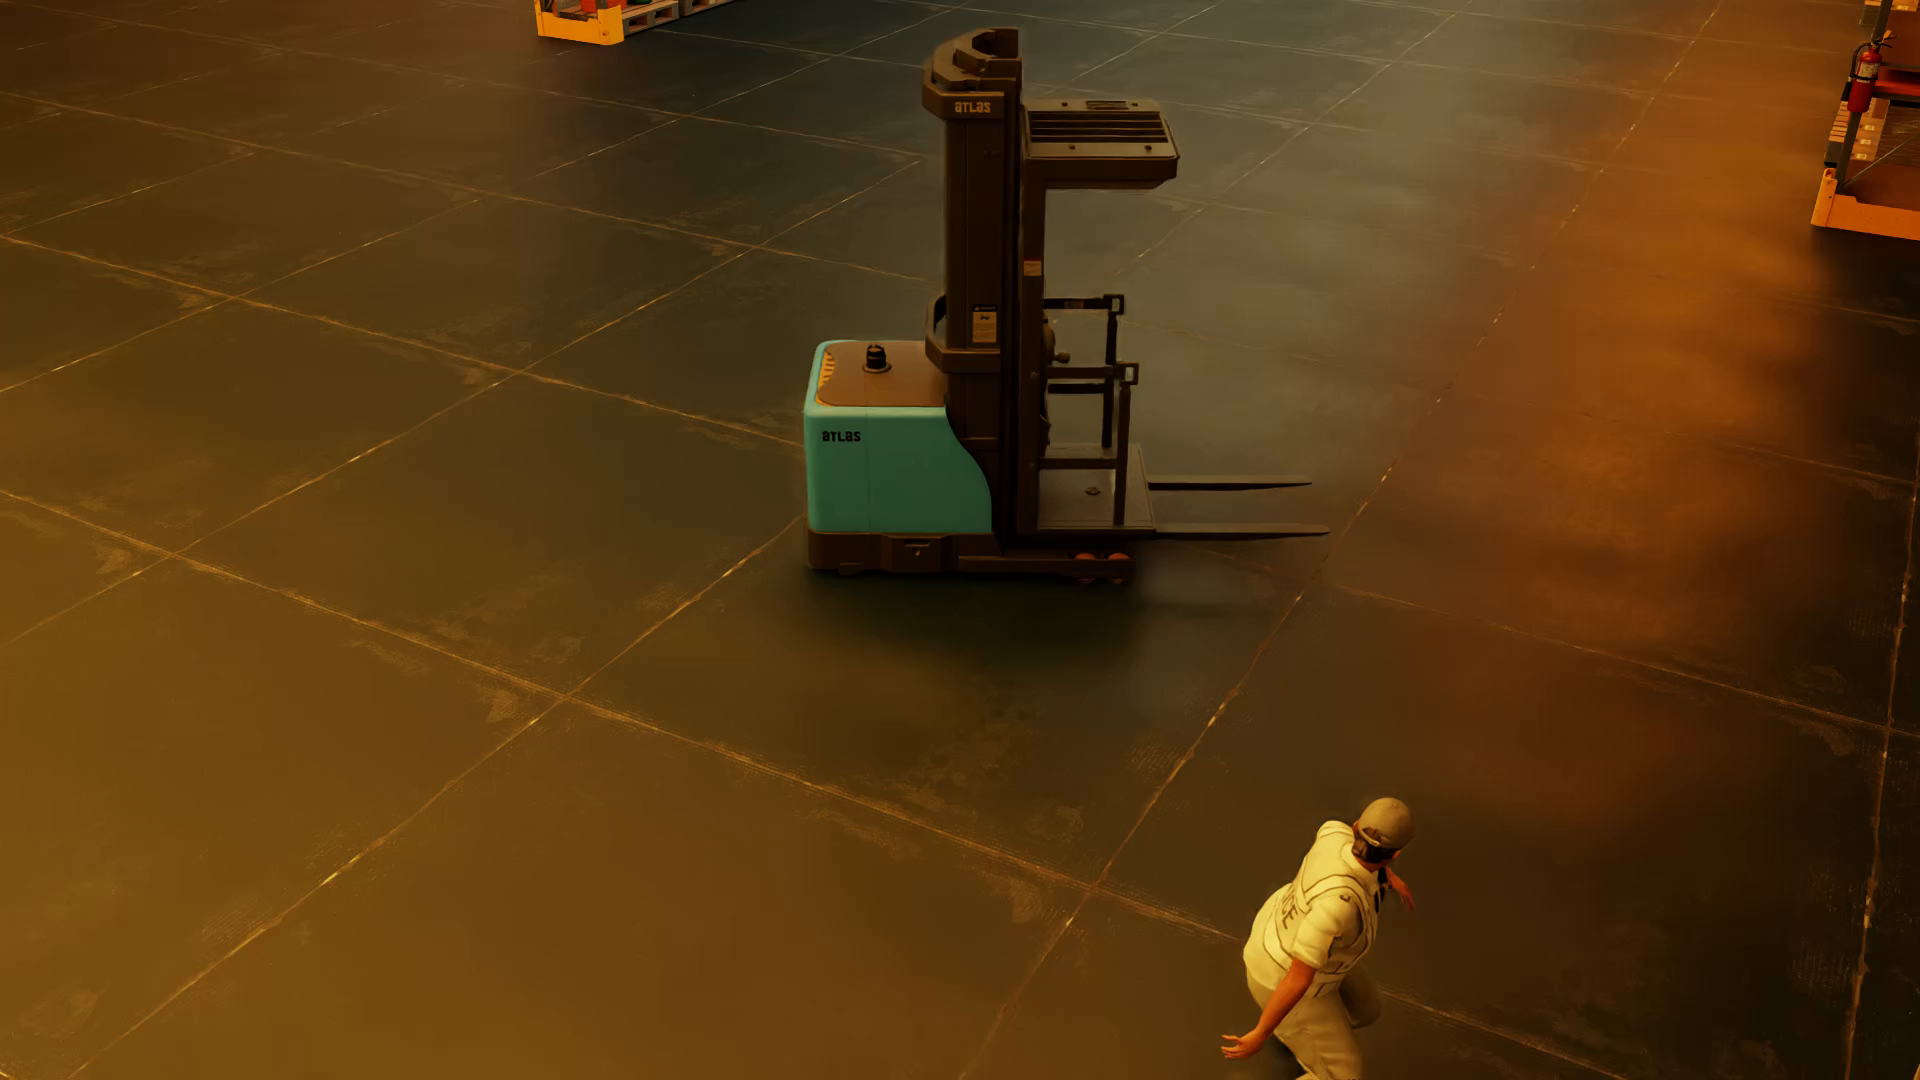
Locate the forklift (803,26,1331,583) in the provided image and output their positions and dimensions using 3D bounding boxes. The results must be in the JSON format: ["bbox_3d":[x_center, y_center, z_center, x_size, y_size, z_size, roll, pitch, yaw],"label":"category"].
[{"bbox_3d":[0.637,-1.293,9.312,3.031,2.935,1.130,0,30,0],"label":"forklift"}]

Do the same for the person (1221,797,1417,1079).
[{"bbox_3d":[1.253,1.561,5.889,0.520,1.567,0.936,13,32,21],"label":"person"}]
